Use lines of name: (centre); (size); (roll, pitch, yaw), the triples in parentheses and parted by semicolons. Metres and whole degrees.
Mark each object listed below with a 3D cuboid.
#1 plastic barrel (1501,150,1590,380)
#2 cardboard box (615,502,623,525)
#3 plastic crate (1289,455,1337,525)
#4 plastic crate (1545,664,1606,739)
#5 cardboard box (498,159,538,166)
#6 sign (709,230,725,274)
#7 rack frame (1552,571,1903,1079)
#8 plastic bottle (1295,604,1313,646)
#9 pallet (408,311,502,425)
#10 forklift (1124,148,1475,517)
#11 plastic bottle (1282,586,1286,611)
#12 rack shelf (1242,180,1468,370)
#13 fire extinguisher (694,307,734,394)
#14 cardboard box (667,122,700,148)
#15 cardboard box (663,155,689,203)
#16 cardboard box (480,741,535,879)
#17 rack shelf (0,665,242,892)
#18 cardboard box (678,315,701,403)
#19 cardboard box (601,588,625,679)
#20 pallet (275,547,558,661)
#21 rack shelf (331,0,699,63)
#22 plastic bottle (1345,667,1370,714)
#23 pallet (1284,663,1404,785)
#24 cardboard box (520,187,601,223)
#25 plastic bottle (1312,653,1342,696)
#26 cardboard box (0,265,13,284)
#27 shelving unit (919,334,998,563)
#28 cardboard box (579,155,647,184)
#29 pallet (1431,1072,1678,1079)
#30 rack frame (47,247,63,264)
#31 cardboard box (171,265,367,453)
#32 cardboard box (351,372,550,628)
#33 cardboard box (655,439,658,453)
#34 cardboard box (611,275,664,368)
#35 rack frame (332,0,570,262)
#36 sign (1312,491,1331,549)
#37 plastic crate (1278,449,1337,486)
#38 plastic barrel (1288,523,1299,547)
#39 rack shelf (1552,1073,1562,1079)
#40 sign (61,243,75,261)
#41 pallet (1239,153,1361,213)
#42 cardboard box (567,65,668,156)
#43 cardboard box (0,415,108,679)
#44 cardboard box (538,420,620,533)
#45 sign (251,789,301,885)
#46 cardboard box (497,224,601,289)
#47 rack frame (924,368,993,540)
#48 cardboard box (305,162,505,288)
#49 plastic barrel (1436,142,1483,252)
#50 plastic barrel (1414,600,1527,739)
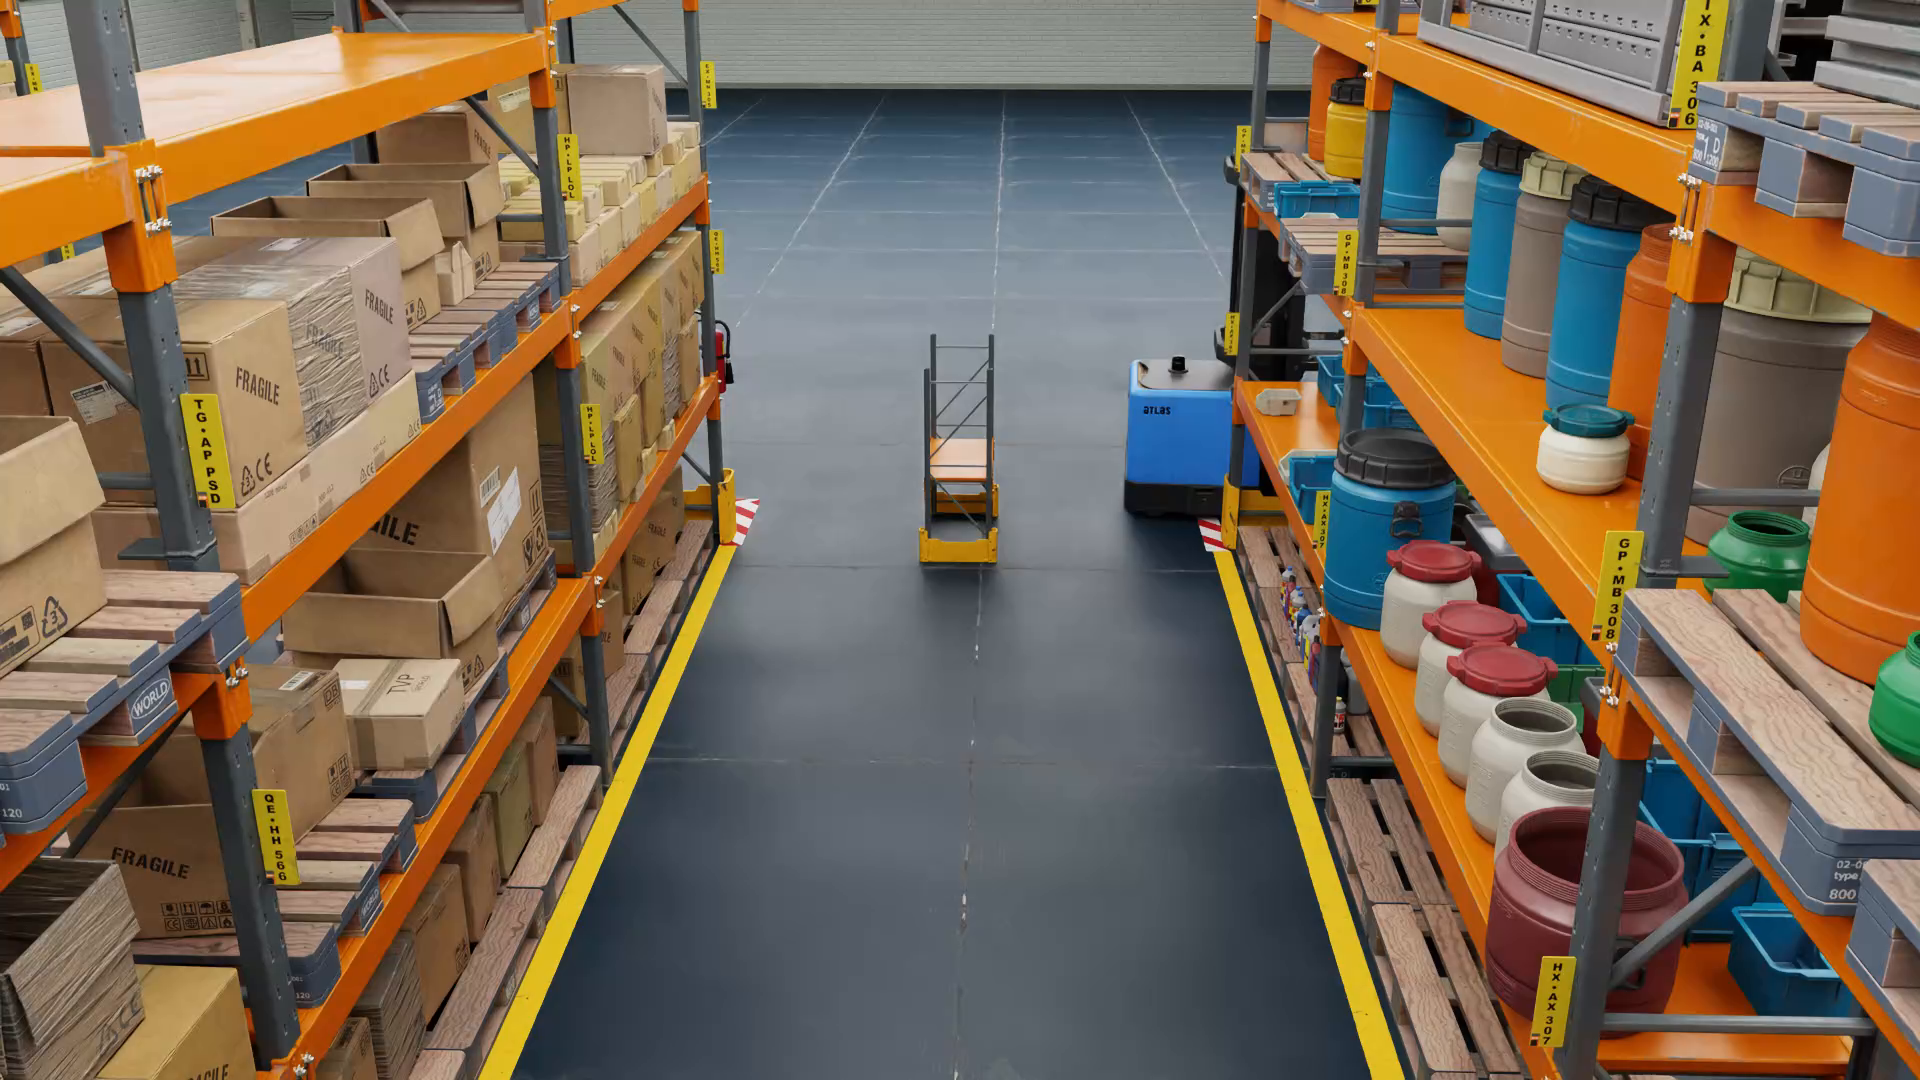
plastic barrel: (2.651, -1.174, 7.068); (0.600, 0.901, 0.600); (0, 21, 0)
cardboard box: (-2.174, -0.157, 9.635); (0.380, 0.149, 0.250); (1, 21, 2)
plastic crate: (2.232, -0.298, 9.857); (0.499, 0.251, 0.616); (1, 21, 2)
plastic crate: (2.698, 0.767, 7.199); (0.450, 0.188, 0.662); (1, 21, 2)
cardboard box: (-2.629, -2.227, 10.132); (0.380, 0.149, 0.250); (0, 21, 0)
sign: (-1.806, -2.139, 12.358); (0.100, 0.325, 0.005); (1, 21, 2)
rack frame: (2.348, 1.482, 5.064); (1.000, 3.000, 0.127); (1, 21, 2)
plastic bottle: (2.205, 0.541, 10.650); (0.097, 0.271, 0.097); (0, 21, 0)
pallet: (-2.635, -0.733, 6.884); (1.213, 0.211, 1.003); (1, 21, 2)
forklift: (2.884, -1.672, 13.287); (3.031, 2.935, 1.130); (2, 21, 5)
plastic bottle: (2.221, 0.378, 11.168); (0.097, 0.201, 0.097); (0, 21, 0)
rack shelf: (2.530, -1.751, 10.242); (1.077, 0.370, 4.000); (1, 21, 2)
fire extinguisher: (-1.896, -1.466, 12.767); (0.296, 0.674, 0.183); (1, 21, 2)
cardboard box: (-2.056, -2.876, 11.804); (0.380, 0.149, 0.250); (1, 21, 2)
cardboard box: (-2.133, -2.436, 11.222); (0.500, 0.250, 0.500); (1, 21, 2)
cardboard box: (-2.555, 1.335, 8.289); (0.700, 0.500, 0.500); (1, 21, 1)
rack shelf: (-2.664, 1.087, 2.928); (1.077, 0.370, 4.000); (1, 21, 2)
cardboard box: (-2.299, -1.270, 11.606); (0.875, 0.500, 0.500); (1, 21, 2)
cardboard box: (-2.419, 0.599, 10.213); (0.500, 0.500, 0.500); (8, 22, 19)
pallet: (-2.650, 0.345, 8.258); (1.003, 0.211, 1.213); (1, 21, 2)
rack shelf: (-2.421, -3.202, 9.841); (1.077, 0.370, 4.000); (1, 21, 2)
plastic bottle: (2.345, 0.831, 9.795); (0.144, 0.351, 0.185); (1, 21, 2)
pallet: (2.531, 1.093, 9.920); (1.003, 0.211, 1.213); (1, 21, 2)
cardboard box: (-2.194, -1.843, 9.141); (0.380, 0.149, 0.250); (1, 21, 2)
plastic bottle: (2.207, 0.760, 9.978); (0.144, 0.351, 0.185); (0, 21, -1)
cardboard box: (-7.289, -1.796, 11.812); (0.875, 0.550, 0.550); (1, 21, 2)
shelving unit: (0.002, -0.727, 12.829); (0.587, 1.500, 1.083); (1, 21, 2)
cardboard box: (-2.158, -2.307, 10.338); (0.380, 0.149, 0.250); (0, 21, -1)
pallet: (2.410, 2.502, 6.289); (1.003, 0.211, 1.213); (1, 21, 2)
rack frame: (-7.314, -1.557, 12.894); (1.000, 3.000, 0.127); (1, 21, 2)
cardboard box: (-2.313, -0.601, 5.456); (0.500, 0.500, 0.500); (1, 21, 2)
cardboard box: (-2.645, -0.209, 8.011); (1.000, 1.000, 1.000); (1, 21, 2)
cardboard box: (-2.180, -0.610, 10.801); (0.380, 0.149, 0.250); (1, 21, 2)
cardboard box: (-2.180, -1.373, 10.489); (0.500, 0.500, 0.500); (1, 21, 2)
rack frame: (-2.481, -2.816, 7.846); (1.000, 3.000, 0.127); (1, 21, 2)
sign: (1.920, -0.104, 8.767); (0.100, 0.325, 0.005); (1, 21, 2)
plastic crate: (2.266, -0.432, 10.359); (0.530, 0.136, 0.437); (1, 21, 2)
plastic barrel: (2.647, -0.208, 12.277); (0.421, 0.512, 0.421); (0, 21, 0)
rack shelf: (2.287, 2.540, 3.330); (1.077, 0.370, 4.000); (1, 21, 2)
sign: (-6.772, -2.196, 12.613); (0.100, 0.325, 0.005); (1, 21, 2)
pallet: (2.468, -2.423, 11.242); (1.003, 0.211, 1.213); (1, 21, 2)
cardboard box: (-2.154, -2.719, 10.502); (0.500, 0.500, 0.500); (1, 21, 2)
cardboard box: (-2.550, 0.006, 3.996); (0.797, 0.503, 0.637); (2, 21, 5)
cardboard box: (-2.406, -0.366, 9.277); (0.875, 0.500, 0.500); (1, 21, 2)
sign: (-2.048, 0.892, 4.982); (0.100, 0.325, 0.005); (1, 21, 2)
cardboard box: (-2.212, -1.508, 8.828); (0.500, 0.250, 0.500); (0, 21, 0)
rack frame: (-0.013, -0.546, 12.363); (0.500, 1.500, 0.032); (1, 21, 2)
cardboard box: (-2.595, -1.493, 7.859); (0.797, 0.503, 0.637); (0, 21, -1)
plastic barrel: (2.679, -1.765, 8.548); (0.421, 0.512, 0.421); (0, 21, 0)
plastic barrel: (2.199, 0.581, 7.198); (0.433, 0.535, 0.433); (0, 21, 0)
